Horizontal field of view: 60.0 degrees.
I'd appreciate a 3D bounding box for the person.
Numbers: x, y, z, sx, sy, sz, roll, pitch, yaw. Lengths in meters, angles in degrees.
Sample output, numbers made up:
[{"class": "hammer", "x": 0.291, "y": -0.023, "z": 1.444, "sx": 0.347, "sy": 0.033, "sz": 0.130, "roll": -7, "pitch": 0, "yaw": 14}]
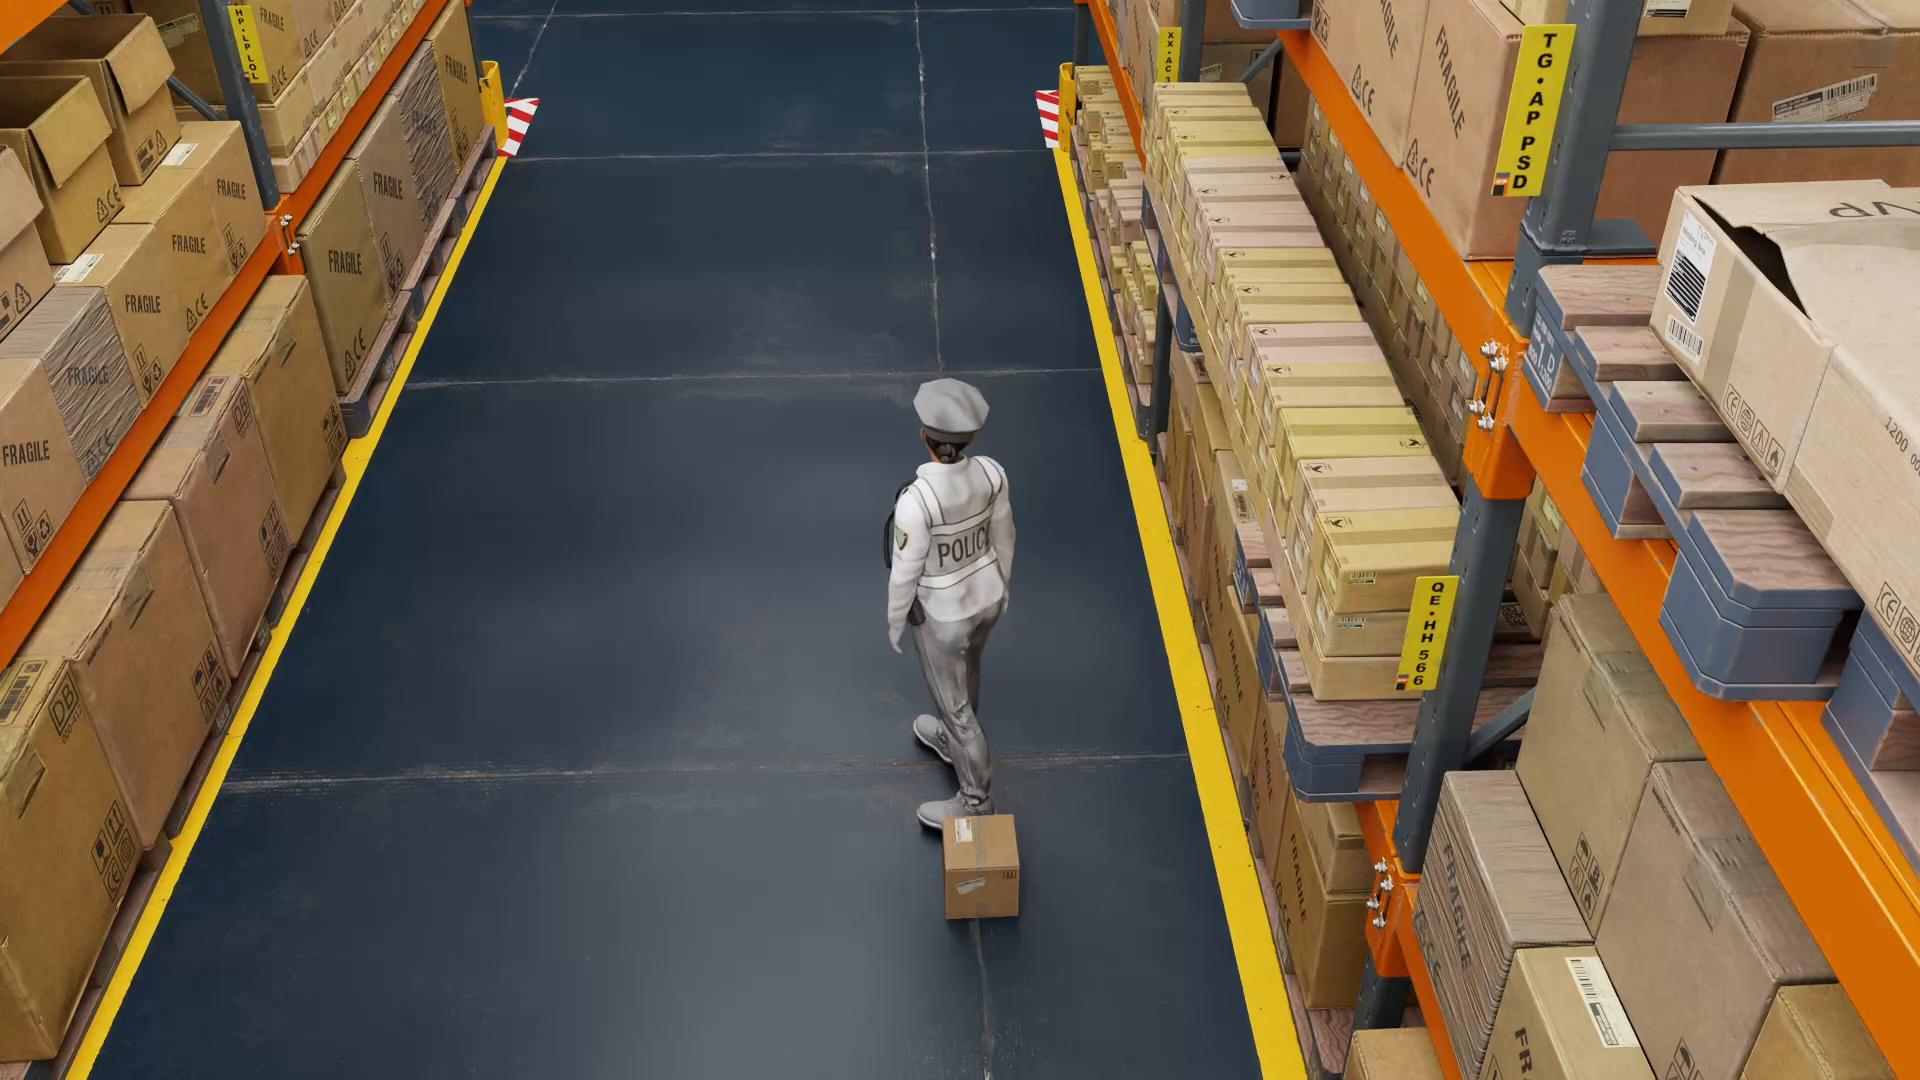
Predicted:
[{"class": "person", "x": -0.042, "y": 0.224, "z": 5.804, "sx": 0.592, "sy": 1.660, "sz": 0.515, "roll": 29, "pitch": 44, "yaw": 34}]
